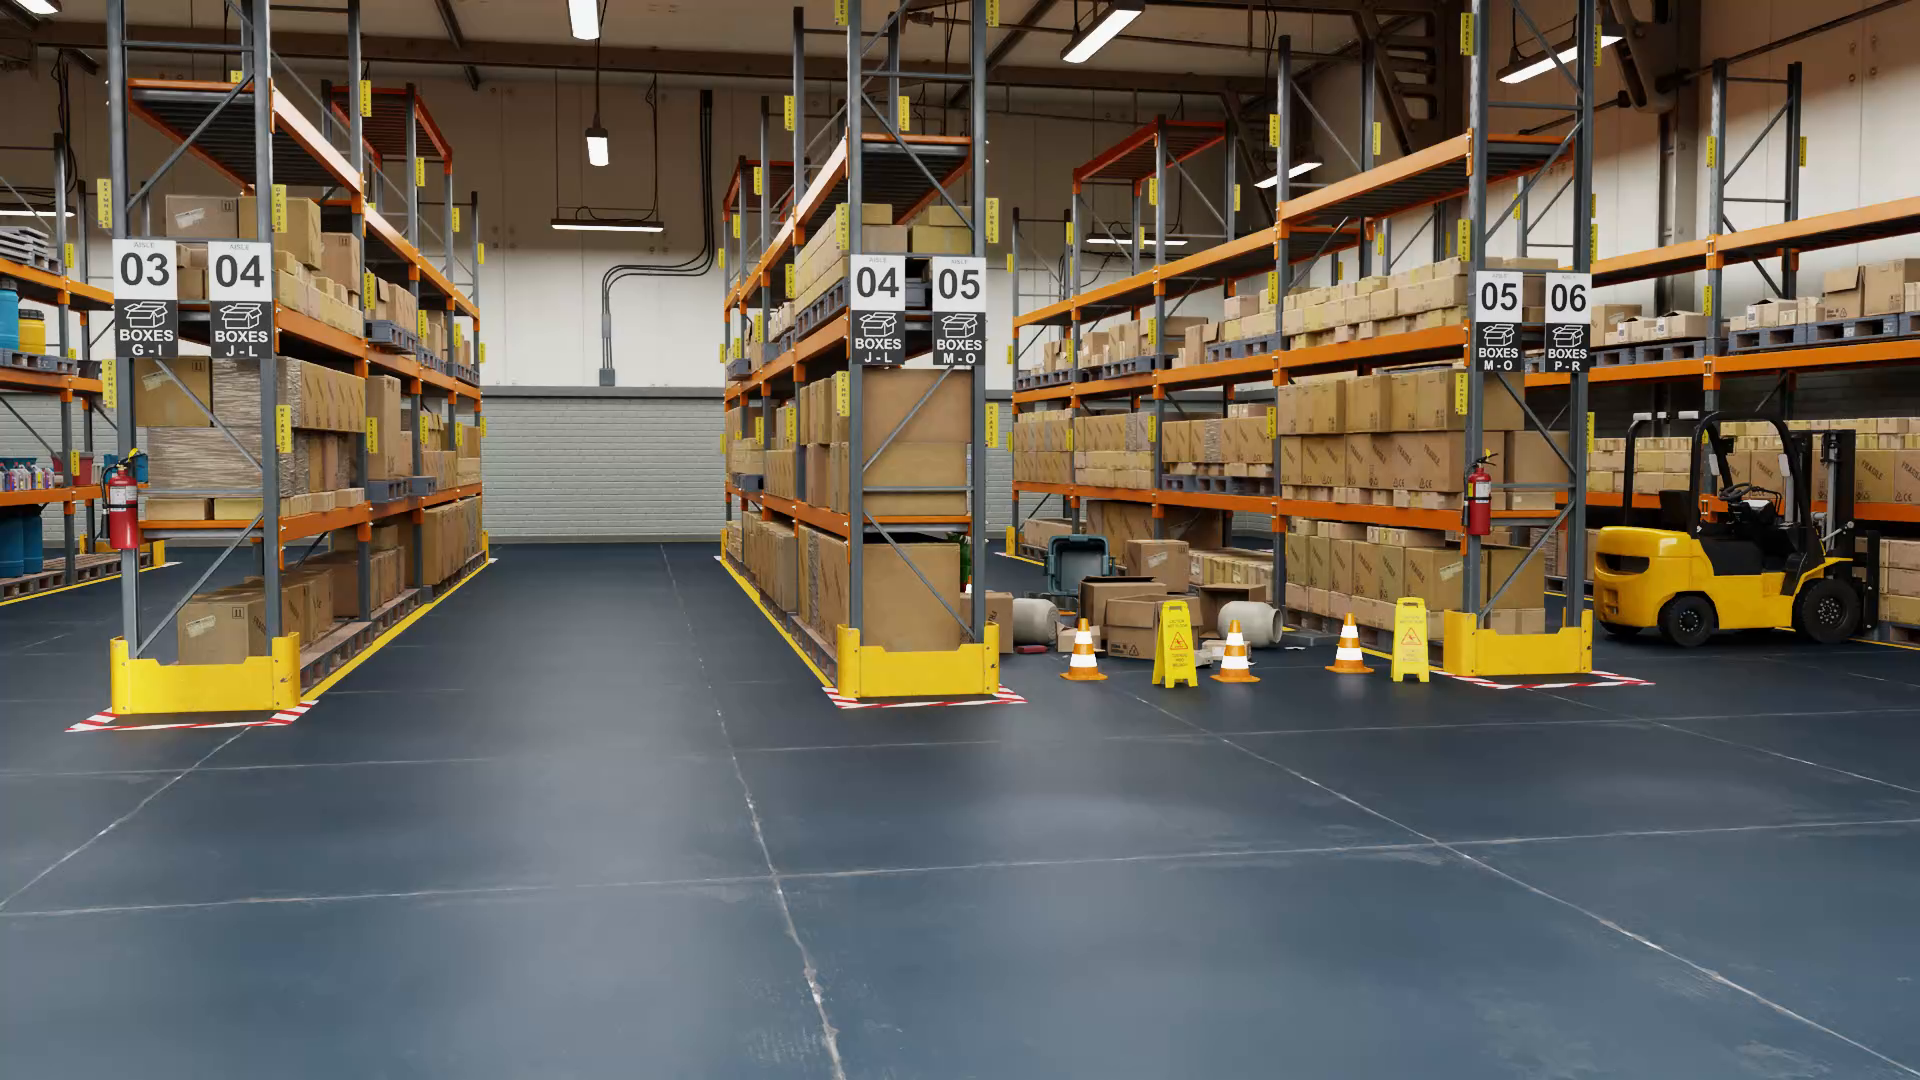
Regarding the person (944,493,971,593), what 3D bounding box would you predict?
[{"bbox_3d":[0.065,-0.084,18.253,0.564,1.788,0.637,-1,3,-11],"label":"person"}]
